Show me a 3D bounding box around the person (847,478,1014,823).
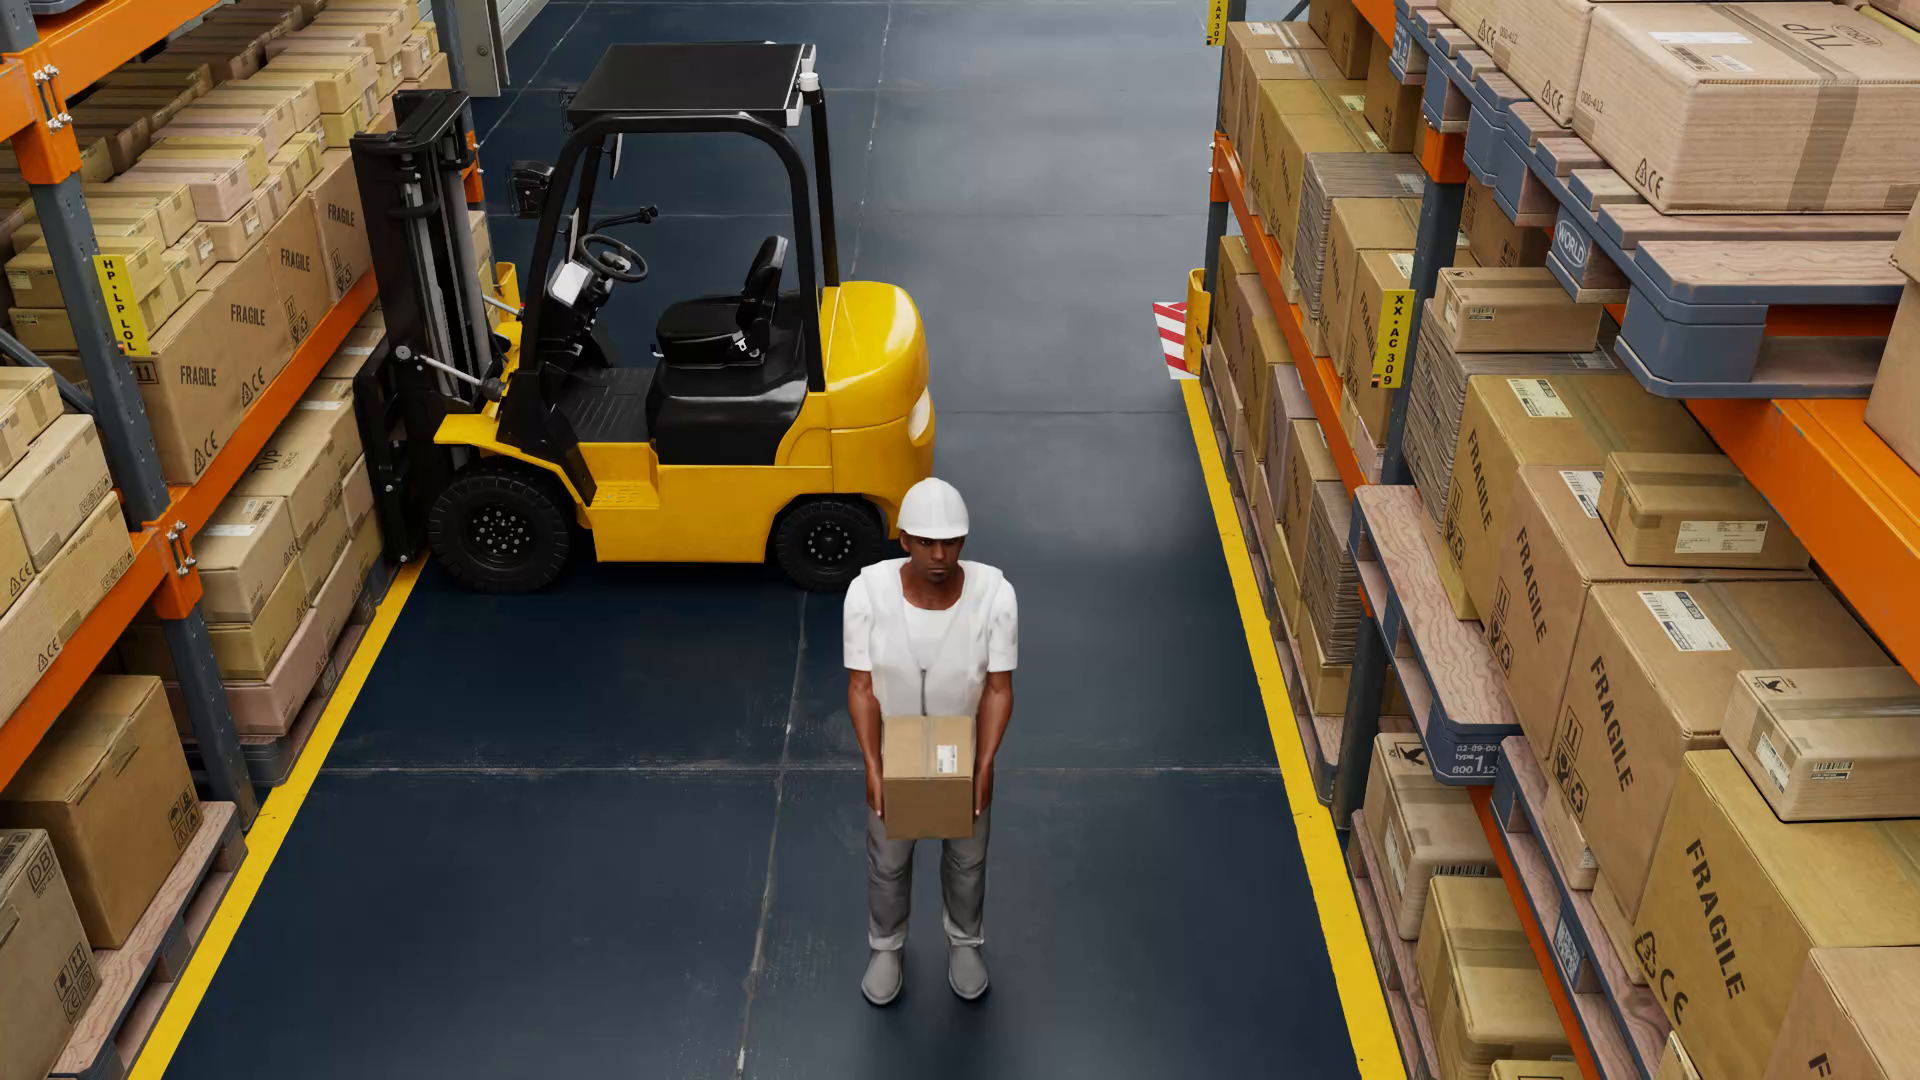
[{"bbox_3d":[-0.085,0.320,4.779,0.495,0.934,0.571,0,31,0],"label":"person"}]
